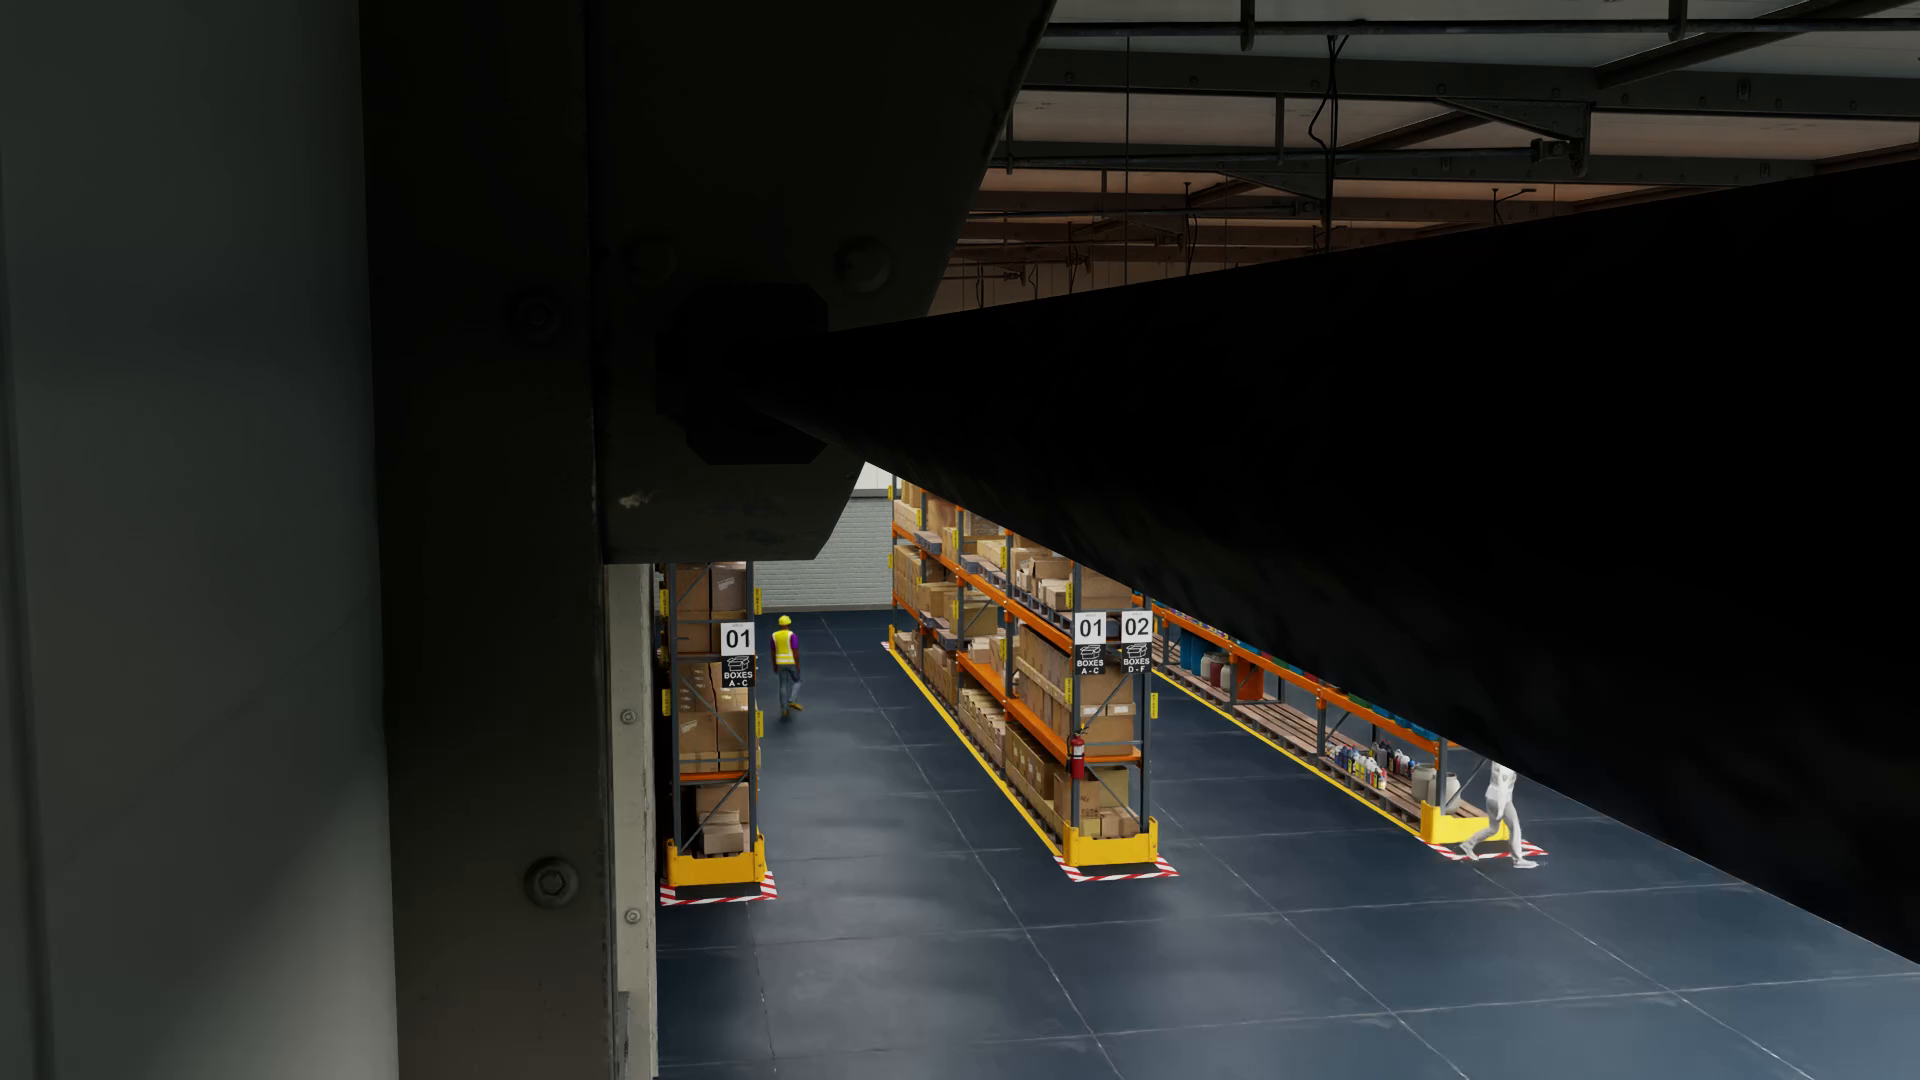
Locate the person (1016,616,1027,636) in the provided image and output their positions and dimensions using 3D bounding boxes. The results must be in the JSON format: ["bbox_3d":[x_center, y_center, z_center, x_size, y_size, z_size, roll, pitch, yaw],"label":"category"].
[{"bbox_3d":[1.391,1.819,34.046,0.495,1.647,0.790,1,6,9],"label":"person"}]

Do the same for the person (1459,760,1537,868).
[{"bbox_3d":[6.740,3.266,20.767,0.898,1.630,0.508,0,6,-1],"label":"person"}]

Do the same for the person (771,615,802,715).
[{"bbox_3d":[-3.117,2.226,29.794,0.583,1.752,0.483,1,6,9],"label":"person"}]
